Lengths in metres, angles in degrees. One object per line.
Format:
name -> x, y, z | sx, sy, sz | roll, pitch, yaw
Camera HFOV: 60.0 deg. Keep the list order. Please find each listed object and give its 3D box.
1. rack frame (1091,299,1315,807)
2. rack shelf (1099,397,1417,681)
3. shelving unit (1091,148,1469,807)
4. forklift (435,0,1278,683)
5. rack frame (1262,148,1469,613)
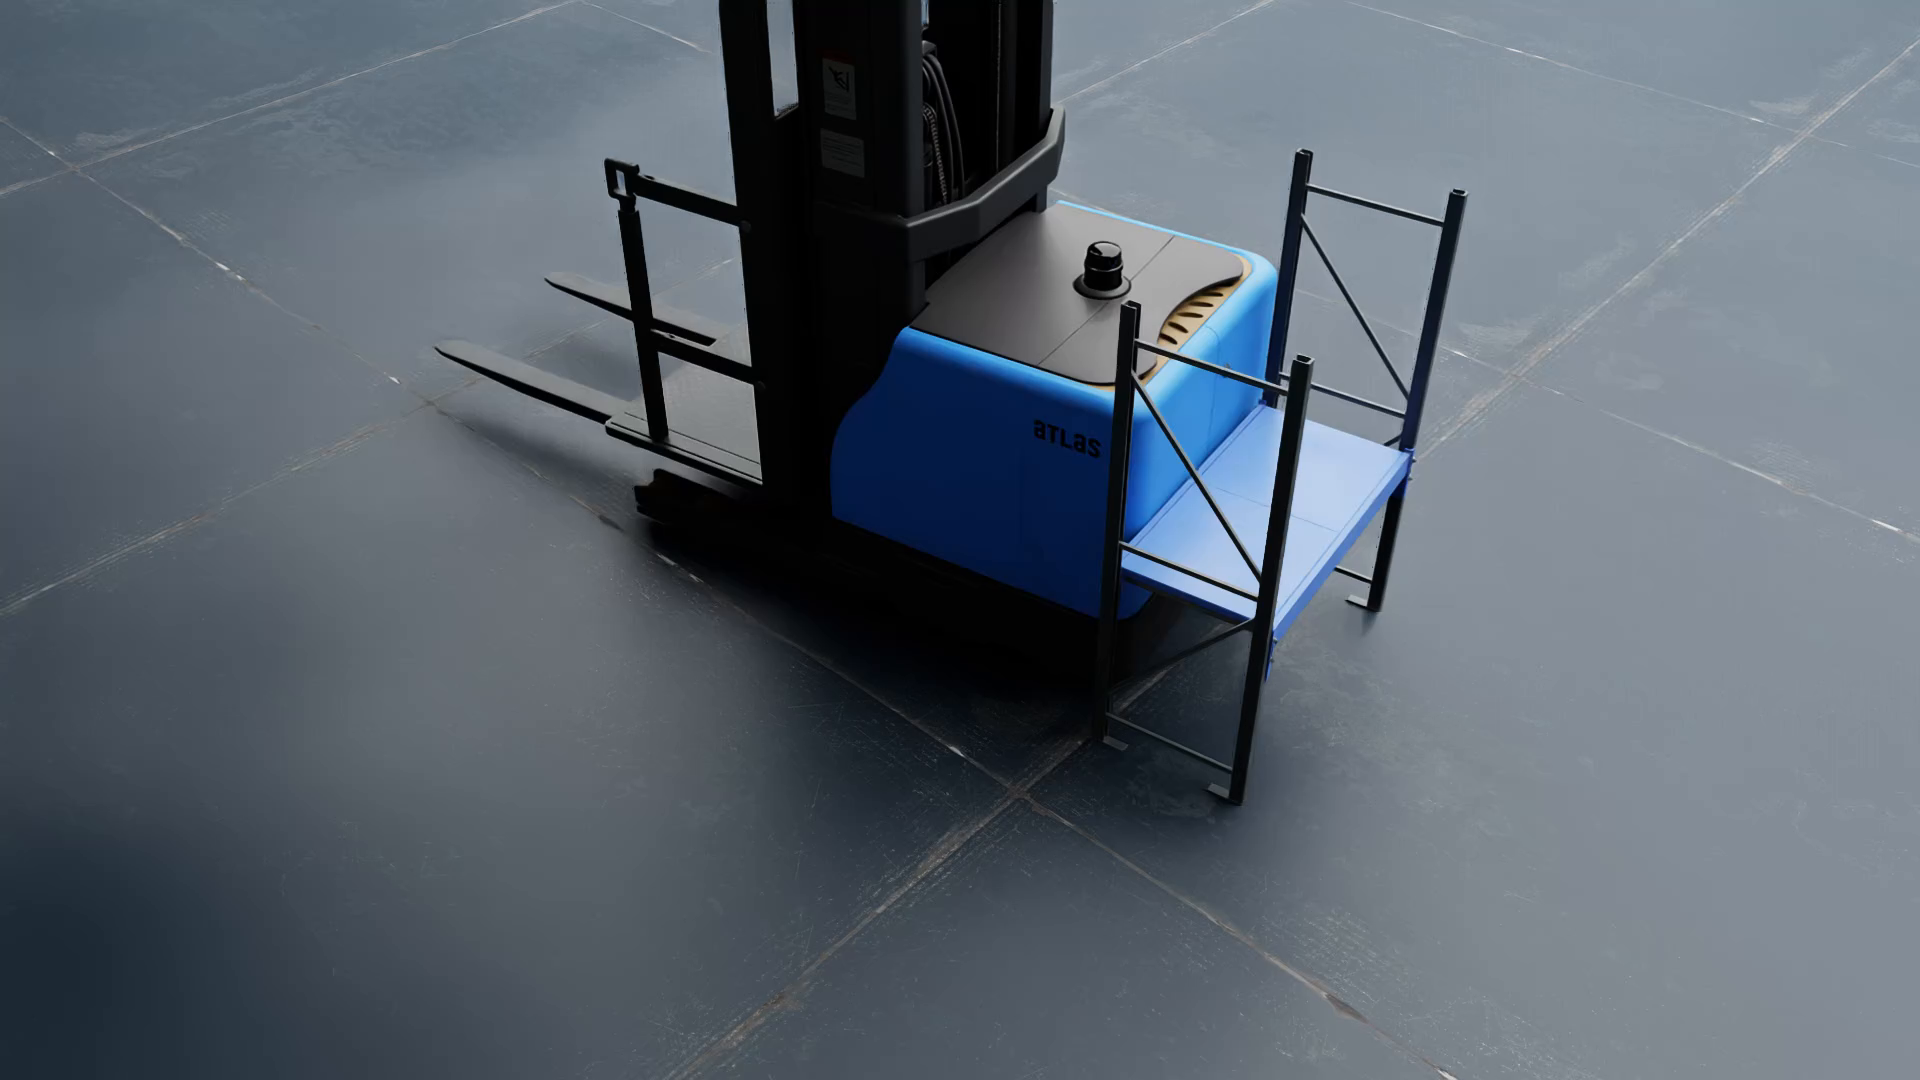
rack frame -> 0.609, 0.087, 4.435 | 0.500, 1.500, 0.032 | 22, 44, 26
rack shelf -> 0.890, -0.036, 4.879 | 0.538, 0.185, 1.000 | 22, 44, 26
shelving unit -> 0.890, -0.177, 4.767 | 0.538, 1.500, 1.048 | 22, 44, 26
forklift -> -0.533, -1.396, 5.151 | 3.031, 2.935, 1.130 | 21, 43, 24
rack frame -> 1.171, -0.440, 5.099 | 0.500, 1.500, 0.032 | 22, 44, 26
